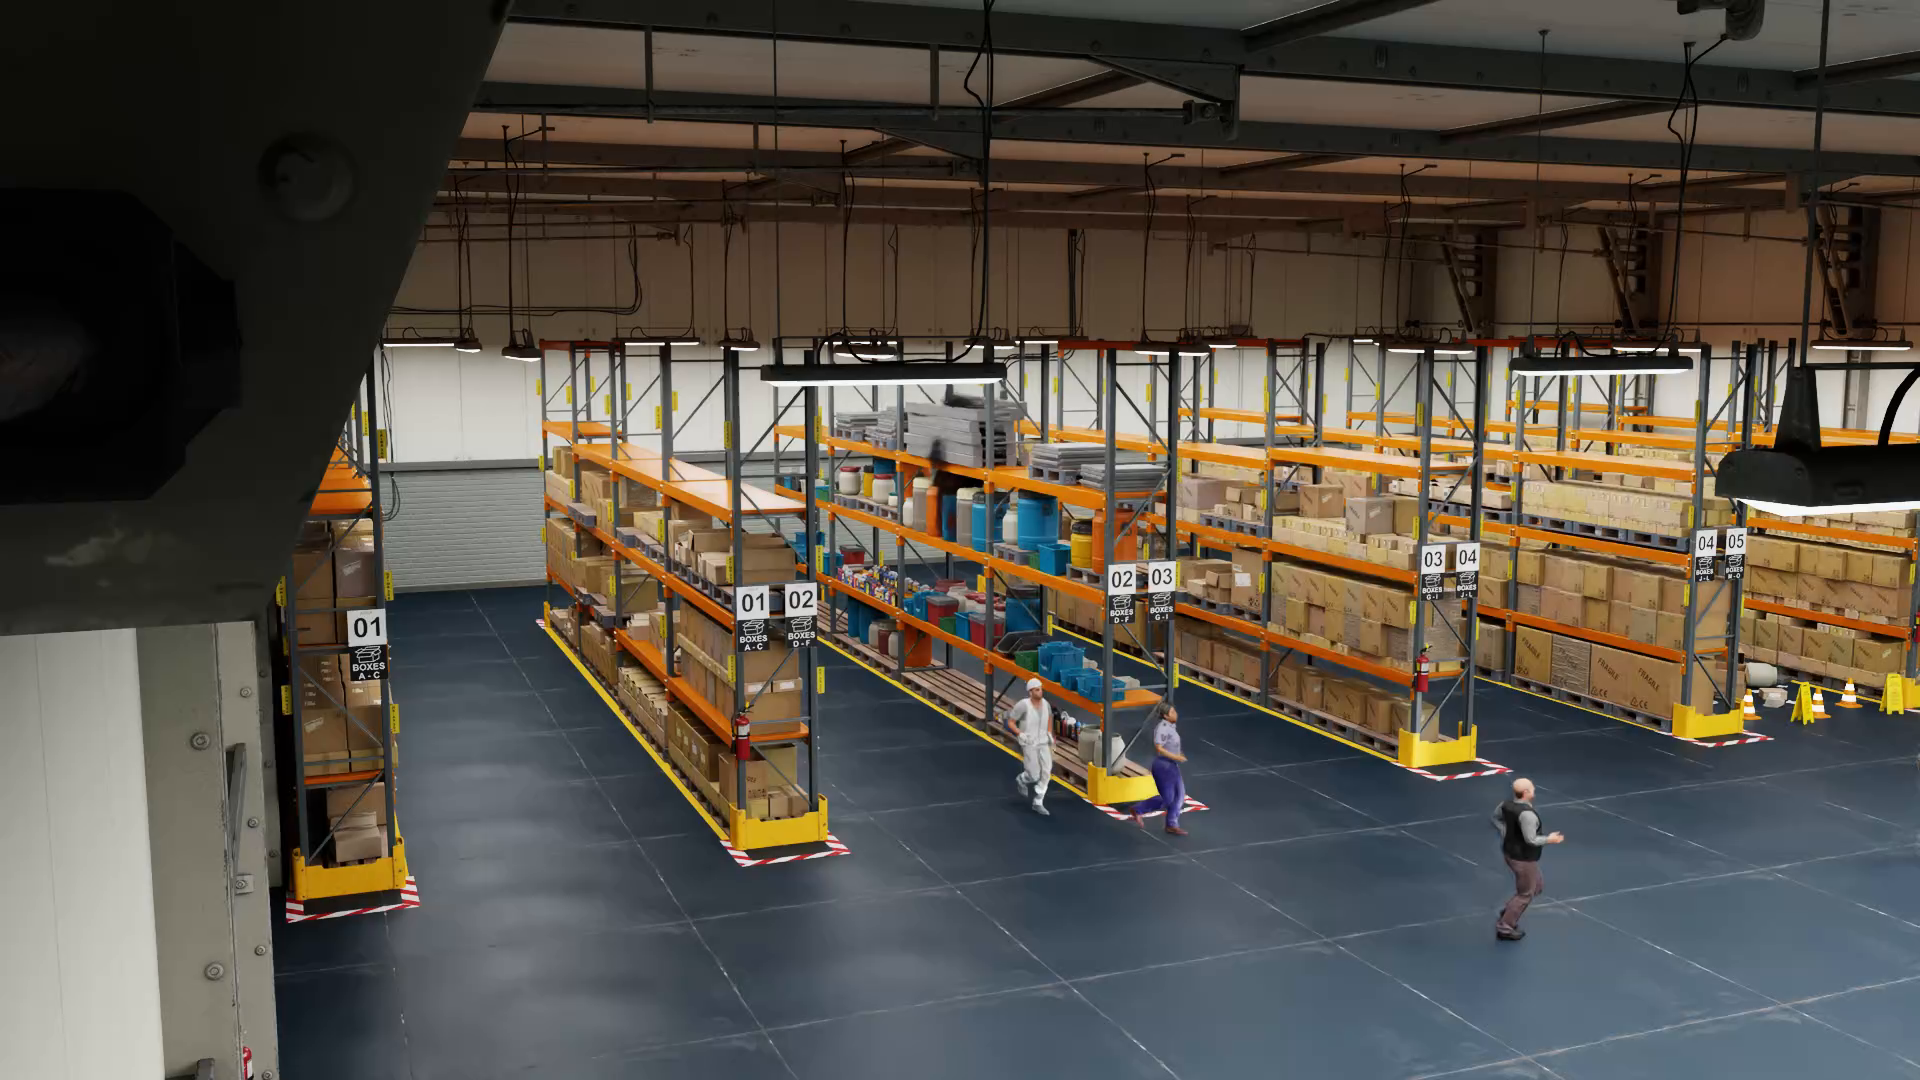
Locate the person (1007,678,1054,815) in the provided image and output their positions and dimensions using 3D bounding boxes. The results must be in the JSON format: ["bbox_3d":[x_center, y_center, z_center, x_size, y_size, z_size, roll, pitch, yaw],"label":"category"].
[{"bbox_3d":[0.947,2.662,21.684,0.697,1.758,0.662,-4,8,-28],"label":"person"}]

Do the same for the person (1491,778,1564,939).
[{"bbox_3d":[5.843,3.269,17.122,0.638,1.686,0.638,0,7,-2],"label":"person"}]

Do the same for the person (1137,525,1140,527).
[{"bbox_3d":[4.127,0.422,39.447,0.589,1.571,0.858,1,8,11],"label":"person"}]

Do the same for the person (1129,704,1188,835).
[{"bbox_3d":[2.508,2.853,20.781,0.734,1.631,0.620,2,8,14],"label":"person"}]
